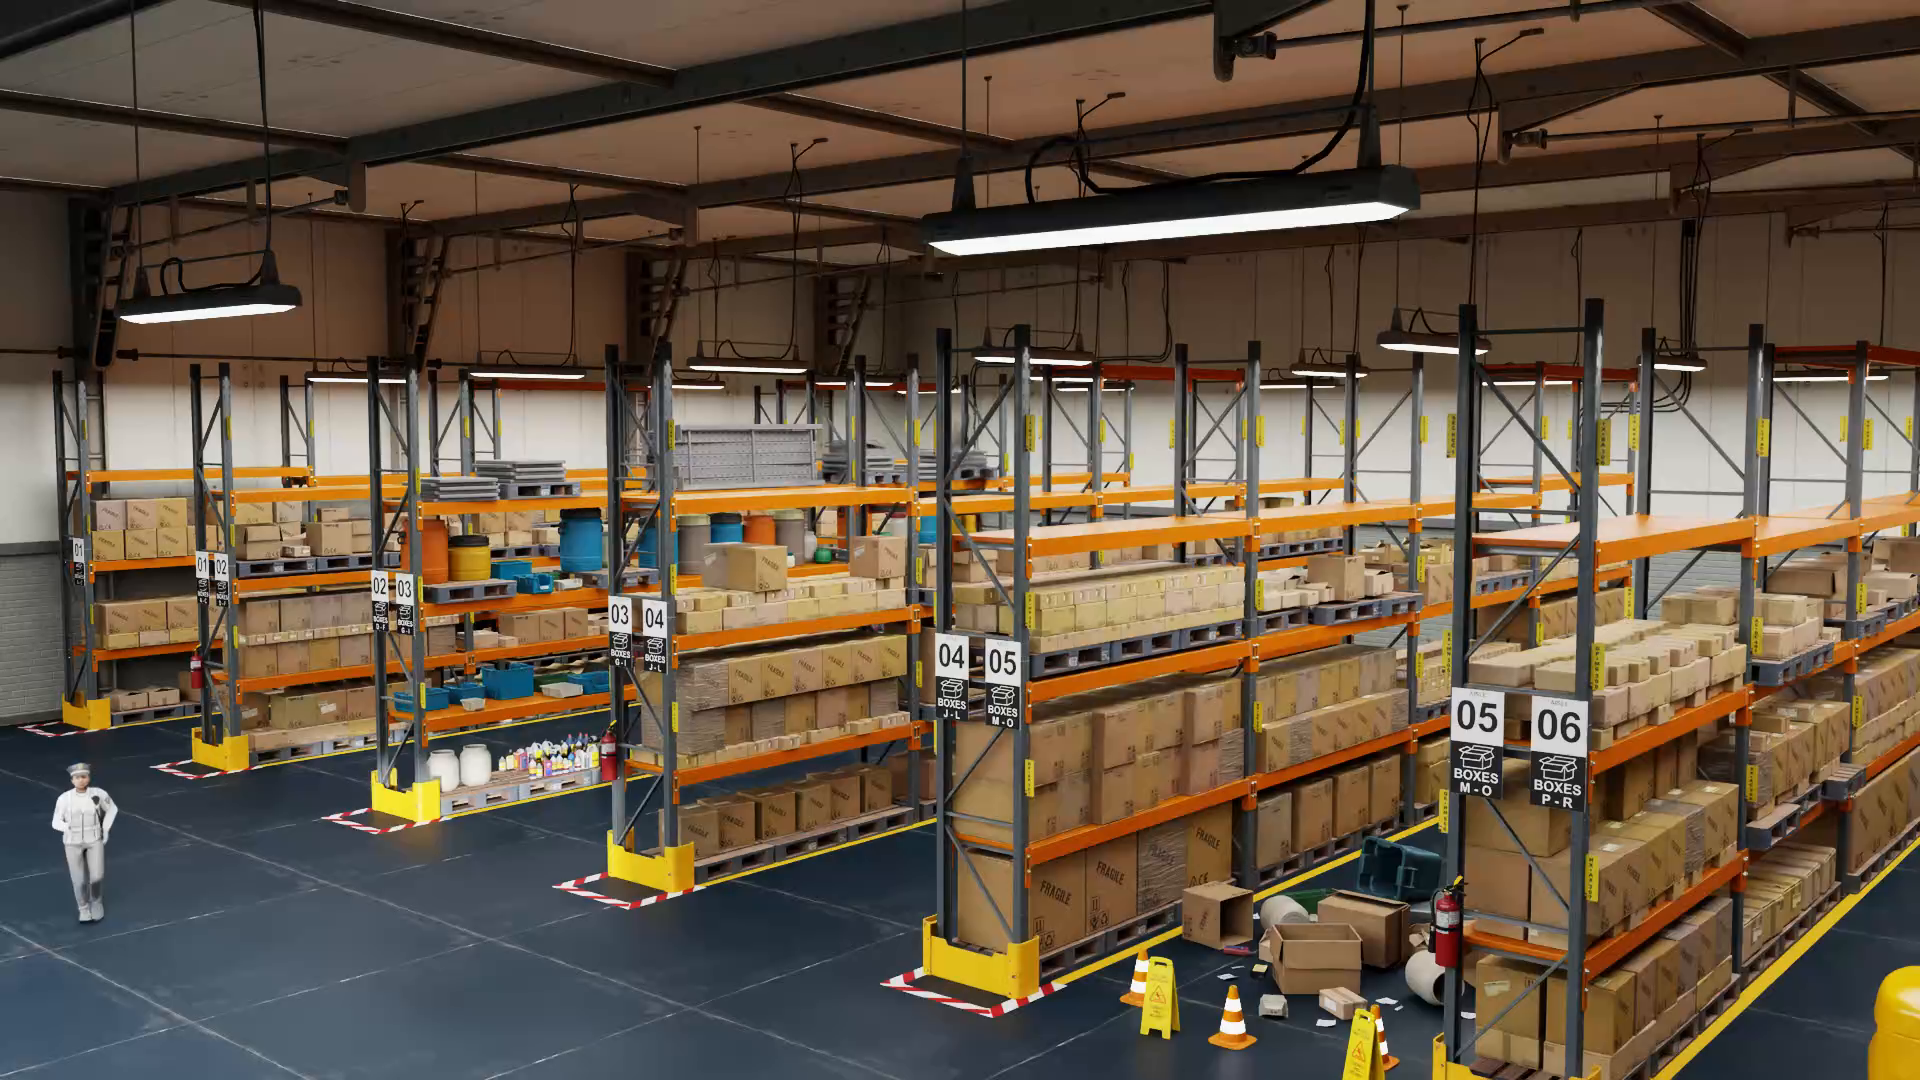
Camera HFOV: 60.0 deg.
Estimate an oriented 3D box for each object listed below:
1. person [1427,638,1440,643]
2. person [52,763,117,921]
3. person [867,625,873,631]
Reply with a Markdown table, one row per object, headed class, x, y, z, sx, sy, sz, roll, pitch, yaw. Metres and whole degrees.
| class | x | y | z | sx | sy | sz | roll | pitch | yaw |
| --- | --- | --- | --- | --- | --- | --- | --- | --- | --- |
| person | 7.529 | 2.402 | 26.643 | 0.545 | 1.685 | 0.661 | 3 | 5 | 33 |
| person | -8.928 | 3.100 | 16.980 | 0.591 | 1.651 | 0.598 | -2 | 5 | -26 |
| person | -1.905 | 1.693 | 32.482 | 0.571 | 1.675 | 0.900 | 2 | 5 | 31 |
